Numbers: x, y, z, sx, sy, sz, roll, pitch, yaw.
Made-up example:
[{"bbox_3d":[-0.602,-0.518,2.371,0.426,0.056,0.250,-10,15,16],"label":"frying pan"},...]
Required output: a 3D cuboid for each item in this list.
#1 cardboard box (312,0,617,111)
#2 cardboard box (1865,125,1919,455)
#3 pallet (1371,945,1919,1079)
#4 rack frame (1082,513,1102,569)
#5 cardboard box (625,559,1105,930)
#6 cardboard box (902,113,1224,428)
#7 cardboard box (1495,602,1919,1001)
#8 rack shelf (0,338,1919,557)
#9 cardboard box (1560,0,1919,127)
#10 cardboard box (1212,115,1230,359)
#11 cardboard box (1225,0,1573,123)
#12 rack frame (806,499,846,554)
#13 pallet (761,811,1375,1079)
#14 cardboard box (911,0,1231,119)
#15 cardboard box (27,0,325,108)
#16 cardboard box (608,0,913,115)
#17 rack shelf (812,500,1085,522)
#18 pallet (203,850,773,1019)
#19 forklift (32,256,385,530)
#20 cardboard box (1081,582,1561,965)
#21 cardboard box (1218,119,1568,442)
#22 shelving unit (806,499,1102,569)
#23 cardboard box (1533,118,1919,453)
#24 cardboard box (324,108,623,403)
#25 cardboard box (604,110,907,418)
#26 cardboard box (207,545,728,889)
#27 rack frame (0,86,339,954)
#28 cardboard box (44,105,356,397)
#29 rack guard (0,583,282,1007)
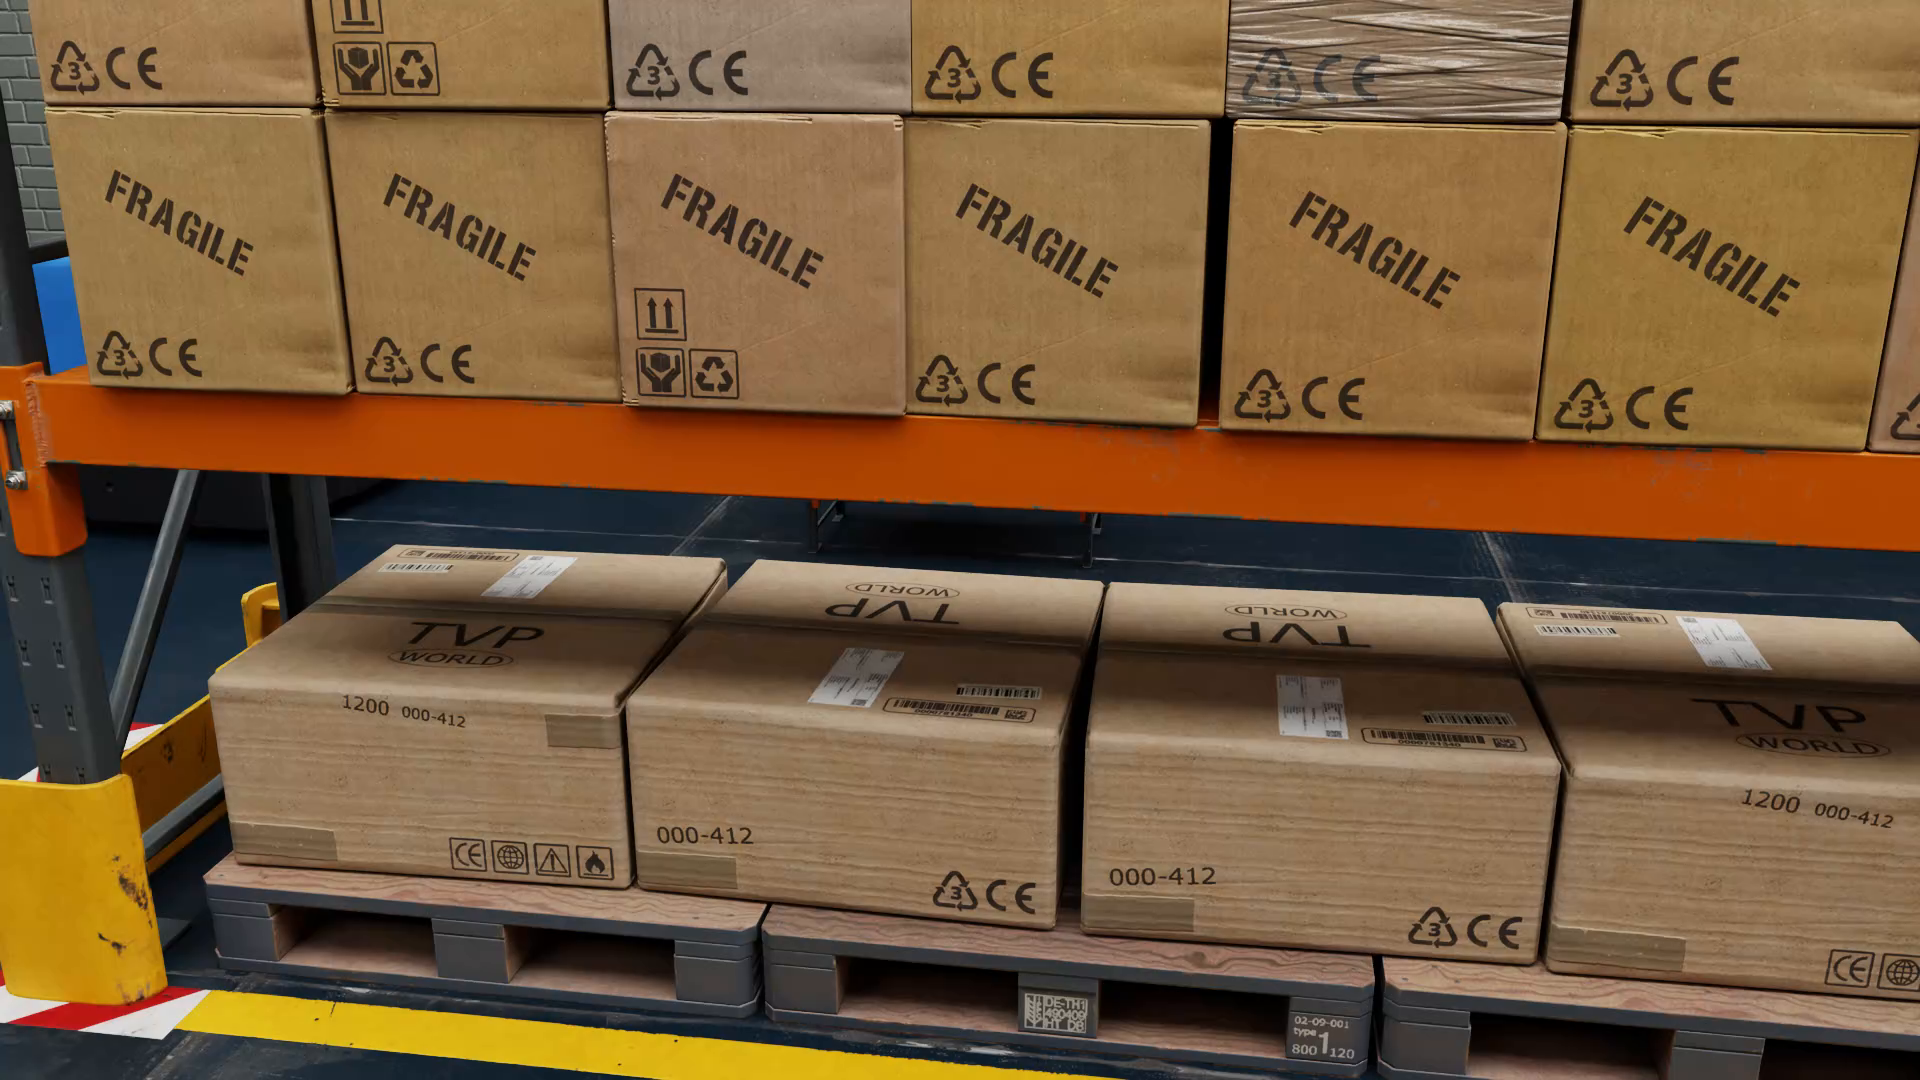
[{"bbox_3d":[-0.795,-1.032,2.928,0.500,0.500,0.500,2,19,7],"label":"cardboard box"},{"bbox_3d":[1.716,-0.437,2.725,0.500,0.500,0.500,3,19,9],"label":"cardboard box"},{"bbox_3d":[1.476,0.813,3.541,1.213,0.211,1.003,3,19,9],"label":"pallet"},{"bbox_3d":[0.495,-0.508,6.049,0.032,1.125,0.500,3,19,9],"label":"rack frame"},{"bbox_3d":[-0.162,0.413,3.717,0.875,0.438,0.875,3,19,10],"label":"cardboard box"},{"bbox_3d":[0.194,-0.513,2.952,0.500,0.500,0.500,4,19,10],"label":"cardboard box"},{"bbox_3d":[1.612,0.504,3.446,0.875,0.438,0.875,3,19,8],"label":"cardboard box"},{"bbox_3d":[0.240,-0.206,3.326,4.000,0.370,1.077,3,19,9],"label":"rack shelf"},{"bbox_3d":[1.205,-0.934,2.633,0.500,0.500,0.500,3,19,8],"label":"cardboard box"},{"bbox_3d":[0.298,-0.679,3.449,0.500,0.500,0.500,3,19,10],"label":"cardboard box"},{"bbox_3d":[0.701,-0.956,2.700,0.500,0.500,0.500,3,19,9],"label":"cardboard box"},{"bbox_3d":[-0.509,-0.559,6.202,0.032,1.125,0.500,3,19,9],"label":"rack frame"},{"bbox_3d":[0.268,0.752,3.722,1.213,0.211,1.003,3,19,9],"label":"pallet"},{"bbox_3d":[0.208,-0.984,2.784,0.500,0.500,0.500,3,19,9],"label":"cardboard box"},{"bbox_3d":[-1.306,-1.056,2.999,0.500,0.500,0.500,3,19,7],"label":"cardboard box"},{"bbox_3d":[-0.285,-1.009,2.858,0.500,0.500,0.500,3,19,8],"label":"cardboard box"},{"bbox_3d":[-0.007,-0.302,6.203,1.000,0.278,0.538,3,19,9],"label":"rack shelf"},{"bbox_3d":[-0.933,0.690,3.908,1.213,0.211,1.003,3,19,9],"label":"pallet"},{"bbox_3d":[-2.756,-1.854,7.225,1.130,2.935,3.031,3,19,10],"label":"forklift"},{"bbox_3d":[0.728,0.459,3.580,0.875,0.438,0.875,2,19,7],"label":"cardboard box"},{"bbox_3d":[0.709,-0.482,2.859,0.500,0.500,0.500,3,19,8],"label":"cardboard box"},{"bbox_3d":[-0.007,-0.534,6.126,1.048,1.125,0.538,3,19,9],"label":"shelving unit"},{"bbox_3d":[1.207,-0.462,2.798,0.500,0.500,0.500,2,19,7],"label":"cardboard box"},{"bbox_3d":[-0.802,-0.565,3.106,0.500,0.500,0.500,3,19,8],"label":"cardboard box"},{"bbox_3d":[-0.303,-0.533,3.012,0.500,0.500,0.500,3,19,8],"label":"cardboard box"},{"bbox_3d":[-1.067,0.370,3.847,0.875,0.438,0.875,2,19,7],"label":"cardboard box"},{"bbox_3d":[-1.735,-0.648,3.512,0.127,3.000,1.000,3,19,9],"label":"rack frame"},{"bbox_3d":[-1.306,-0.581,3.156,0.500,0.500,0.500,3,19,8],"label":"cardboard box"},{"bbox_3d":[-1.758,0.536,3.913,0.348,0.500,1.175,3,19,9],"label":"rack guard"}]
